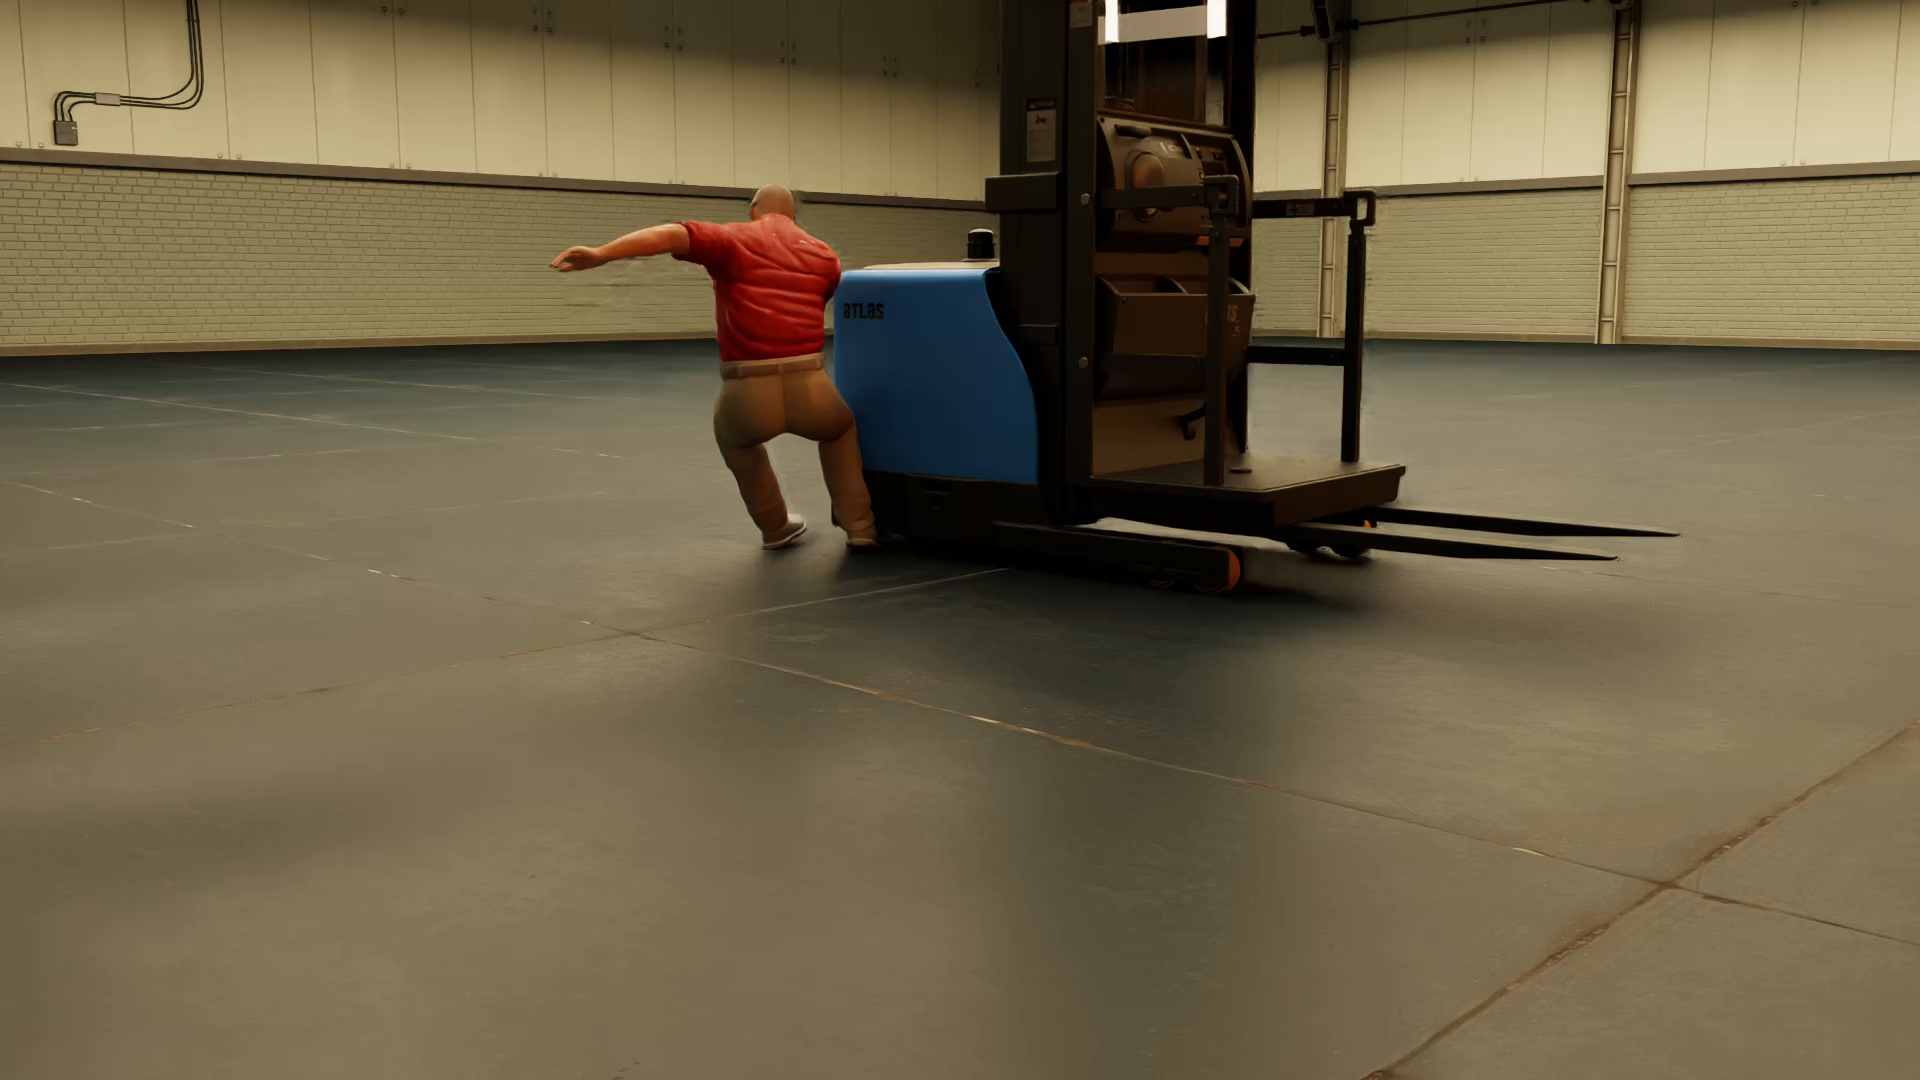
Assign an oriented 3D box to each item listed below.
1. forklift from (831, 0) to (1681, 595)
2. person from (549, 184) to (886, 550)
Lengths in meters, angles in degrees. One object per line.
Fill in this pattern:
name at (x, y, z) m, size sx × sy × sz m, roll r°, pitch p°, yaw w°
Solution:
forklift at (0.947, -1.356, 5.879) m, size 3.031 × 2.935 × 1.130 m, roll 7°, pitch 11°, yaw 39°
person at (-0.852, -0.578, 6.111) m, size 1.315 × 1.409 × 0.840 m, roll -3°, pitch 9°, yaw -18°
